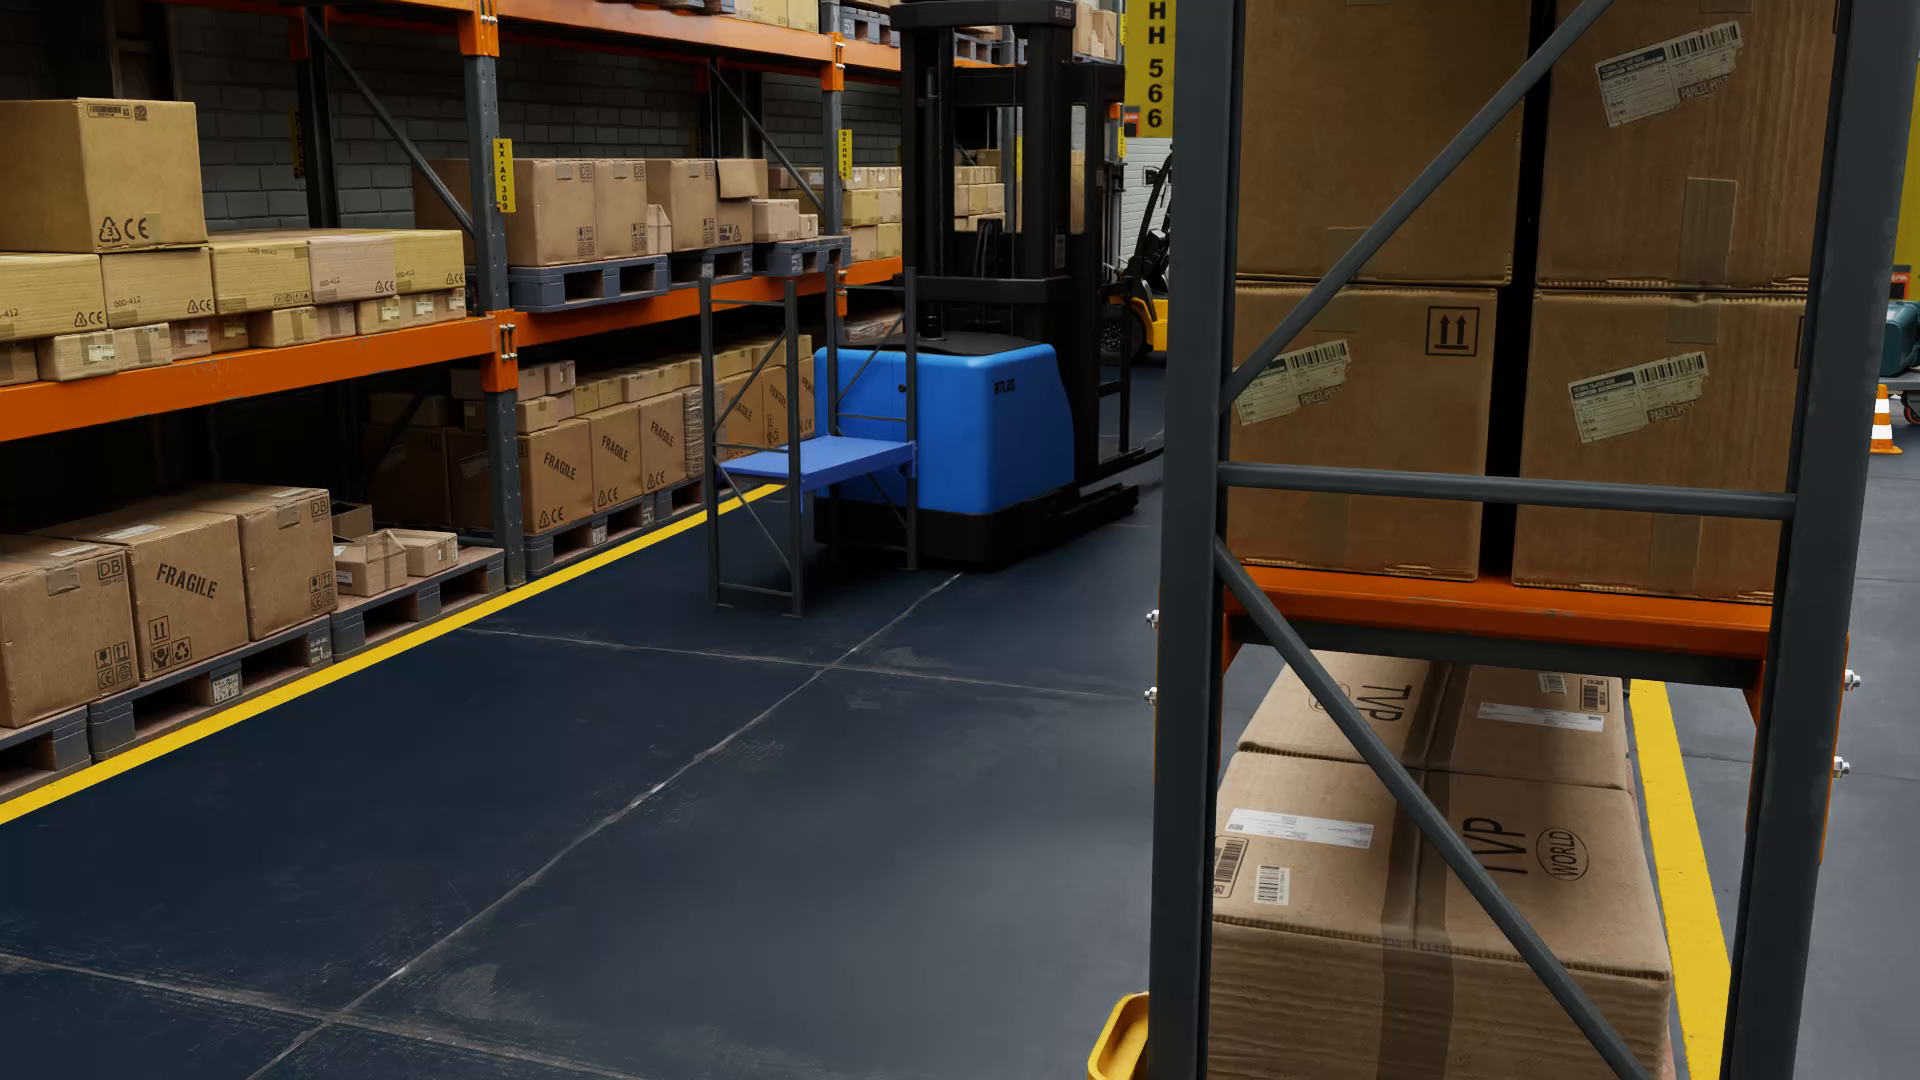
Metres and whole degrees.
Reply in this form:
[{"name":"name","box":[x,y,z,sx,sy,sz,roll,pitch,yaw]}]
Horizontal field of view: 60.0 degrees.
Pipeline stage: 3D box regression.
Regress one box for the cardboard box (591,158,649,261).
[{"name":"cardboard box","box":[-2.052,-1.717,8.603,0.700,0.500,0.500,5,14,19]}]

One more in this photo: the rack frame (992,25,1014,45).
[{"name":"rack frame","box":[0.001,-5.878,14.519,1.000,3.000,0.127,4,14,18]}]

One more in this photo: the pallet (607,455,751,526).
[{"name":"pallet","box":[-1.967,-0.341,10.009,1.003,0.211,1.213,4,14,18]}]

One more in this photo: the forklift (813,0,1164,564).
[{"name":"forklift","box":[0.388,-1.592,9.376,1.130,2.935,3.031,7,15,28]}]

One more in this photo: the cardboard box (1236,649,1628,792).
[{"name":"cardboard box","box":[1.223,0.635,4.280,0.875,0.438,0.875,5,14,20]}]

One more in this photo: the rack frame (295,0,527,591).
[{"name":"rack frame","box":[-2.588,-1.269,7.807,1.000,3.000,0.127,4,14,18]}]

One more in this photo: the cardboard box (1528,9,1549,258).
[{"name":"cardboard box","box":[1.401,-0.796,3.264,0.500,0.500,0.500,4,13,17]}]

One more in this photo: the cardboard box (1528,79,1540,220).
[{"name":"cardboard box","box":[1.727,-1.366,5.760,0.500,0.500,0.500,4,14,19]}]

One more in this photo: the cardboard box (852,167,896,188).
[{"name":"cardboard box","box":[-0.695,-2.690,12.352,0.380,0.149,0.250,5,14,19]}]

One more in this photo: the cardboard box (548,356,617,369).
[{"name":"cardboard box","box":[-2.252,-0.996,9.828,0.380,0.149,0.250,4,13,16]}]

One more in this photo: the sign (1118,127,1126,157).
[{"name":"sign","box":[1.804,-4.434,18.538,0.100,0.325,0.005,4,14,18]}]

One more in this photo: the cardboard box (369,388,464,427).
[{"name":"cardboard box","box":[-2.741,-0.670,8.397,0.380,0.149,0.250,4,13,16]}]

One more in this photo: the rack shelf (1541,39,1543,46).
[{"name":"rack shelf","box":[4.052,-3.287,11.526,1.077,0.370,4.000,4,14,18]}]

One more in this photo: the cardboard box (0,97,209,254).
[{"name":"cardboard box","box":[-2.995,-1.256,5.735,0.500,0.500,0.500,5,14,20]}]

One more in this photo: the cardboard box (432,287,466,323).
[{"name":"cardboard box","box":[-2.452,-1.061,7.461,0.380,0.149,0.250,5,14,19]}]

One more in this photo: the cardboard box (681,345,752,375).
[{"name":"cardboard box","box":[-1.528,-1.127,10.401,0.380,0.149,0.250,5,14,20]}]

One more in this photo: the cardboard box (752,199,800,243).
[{"name":"cardboard box","box":[-1.328,-1.997,10.392,0.500,0.250,0.500,4,13,16]}]

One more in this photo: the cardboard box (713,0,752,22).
[{"name":"cardboard box","box":[-1.553,-3.164,9.704,0.500,0.250,0.500,4,14,18]}]

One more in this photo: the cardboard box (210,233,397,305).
[{"name":"cardboard box","box":[-2.670,-1.110,6.777,0.500,0.250,0.500,4,14,19]}]

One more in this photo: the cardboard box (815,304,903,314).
[{"name":"cardboard box","box":[-0.657,-1.569,13.512,0.875,0.625,0.625,4,13,16]}]

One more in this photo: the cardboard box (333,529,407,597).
[{"name":"cardboard box","box":[-2.605,0.073,7.129,0.396,0.266,0.258,5,14,20]}]

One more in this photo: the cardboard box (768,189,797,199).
[{"name":"cardboard box","box":[-1.411,-2.396,11.960,0.500,0.250,0.500,5,14,20]}]

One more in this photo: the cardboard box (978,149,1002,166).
[{"name":"cardboard box","box":[0.385,-3.509,15.271,0.380,0.149,0.250,5,14,20]}]

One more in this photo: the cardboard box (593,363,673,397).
[{"name":"cardboard box","box":[-1.857,-0.907,9.438,0.380,0.149,0.250,5,14,20]}]

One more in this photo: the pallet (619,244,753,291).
[{"name":"pallet","box":[-1.918,-1.608,9.723,1.003,0.211,1.213,4,14,18]}]

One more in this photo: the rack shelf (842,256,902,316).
[{"name":"rack shelf","box":[-0.646,-2.182,13.422,1.077,0.370,4.000,4,14,18]}]

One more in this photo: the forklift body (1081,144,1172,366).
[{"name":"forklift body","box":[2.408,-2.851,16.647,2.313,2.155,1.214,4,14,18]}]

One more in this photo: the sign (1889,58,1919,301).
[{"name":"sign","box":[1.339,-0.490,2.269,0.100,0.325,0.005,4,14,18]}]

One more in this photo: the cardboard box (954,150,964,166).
[{"name":"cardboard box","box":[-0.182,-3.552,15.460,0.380,0.149,0.250,4,14,19]}]

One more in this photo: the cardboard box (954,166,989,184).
[{"name":"cardboard box","box":[0.034,-3.175,14.475,0.380,0.149,0.250,4,13,18]}]

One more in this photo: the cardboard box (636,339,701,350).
[{"name":"cardboard box","box":[-1.873,-1.214,10.782,0.380,0.149,0.250,5,14,19]}]

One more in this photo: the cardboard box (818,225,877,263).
[{"name":"cardboard box","box":[-0.919,-2.114,11.846,0.500,0.250,0.500,4,14,19]}]

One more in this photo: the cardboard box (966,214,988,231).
[{"name":"cardboard box","box":[-0.072,-2.649,14.191,0.500,0.250,0.500,4,14,18]}]

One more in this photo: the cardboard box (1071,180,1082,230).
[{"name":"cardboard box","box":[1.042,-3.505,17.381,0.500,0.500,0.500,4,13,17]}]

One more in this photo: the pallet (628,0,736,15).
[{"name":"pallet","box":[-1.978,-2.991,9.031,1.213,0.211,1.003,4,14,18]}]

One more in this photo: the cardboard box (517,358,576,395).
[{"name":"cardboard box","box":[-2.181,-0.831,8.435,0.380,0.149,0.250,4,13,16]}]

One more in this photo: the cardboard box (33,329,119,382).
[{"name":"cardboard box","box":[-3.052,-0.622,5.535,0.380,0.149,0.250,4,13,17]}]

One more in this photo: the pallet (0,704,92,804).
[{"name":"pallet","box":[-3.600,0.749,5.233,1.003,0.211,1.213,4,14,18]}]

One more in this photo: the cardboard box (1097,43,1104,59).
[{"name":"cardboard box","box":[1.314,-5.193,17.653,0.380,0.149,0.250,4,13,17]}]

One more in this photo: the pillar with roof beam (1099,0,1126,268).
[{"name":"pillar with roof beam","box":[6.232,-7.592,22.028,9.100,9.000,0.400,4,14,18]}]

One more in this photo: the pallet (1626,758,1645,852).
[{"name":"pallet","box":[1.397,0.859,4.749,1.003,0.211,1.213,4,14,18]}]

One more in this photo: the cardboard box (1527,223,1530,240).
[{"name":"cardboard box","box":[2.041,-0.736,5.249,0.500,0.500,0.500,4,13,17]}]

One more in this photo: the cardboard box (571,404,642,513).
[{"name":"cardboard box","box":[-2.055,-0.454,8.908,0.500,0.500,0.500,4,14,18]}]

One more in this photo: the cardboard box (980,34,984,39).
[{"name":"cardboard box","box":[0.501,-4.784,15.496,0.500,0.311,0.500,5,14,20]}]

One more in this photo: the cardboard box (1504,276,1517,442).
[{"name":"cardboard box","box":[1.055,-0.453,4.008,0.500,0.500,0.500,5,14,20]}]

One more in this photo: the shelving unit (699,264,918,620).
[{"name":"shelving unit","box":[-0.682,-0.504,7.823,0.538,1.500,1.048,7,15,28]}]

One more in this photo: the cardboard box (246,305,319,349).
[{"name":"cardboard box","box":[-2.743,-0.839,6.489,0.380,0.149,0.250,4,13,18]}]

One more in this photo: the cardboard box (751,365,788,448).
[{"name":"cardboard box","box":[-1.399,-0.888,10.812,0.500,0.500,0.500,4,13,18]}]

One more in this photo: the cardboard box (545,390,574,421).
[{"name":"cardboard box","box":[-2.203,-0.692,8.493,0.380,0.149,0.250,4,13,17]}]

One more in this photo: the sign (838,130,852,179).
[{"name":"sign","box":[-0.777,-2.600,11.215,0.100,0.325,0.005,4,14,18]}]

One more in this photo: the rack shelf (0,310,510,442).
[{"name":"rack shelf","box":[-3.235,-0.497,6.042,1.077,0.370,4.000,4,14,18]}]

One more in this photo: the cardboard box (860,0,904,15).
[{"name":"cardboard box","box":[-0.760,-4.124,12.183,0.700,0.500,0.500,4,13,17]}]
